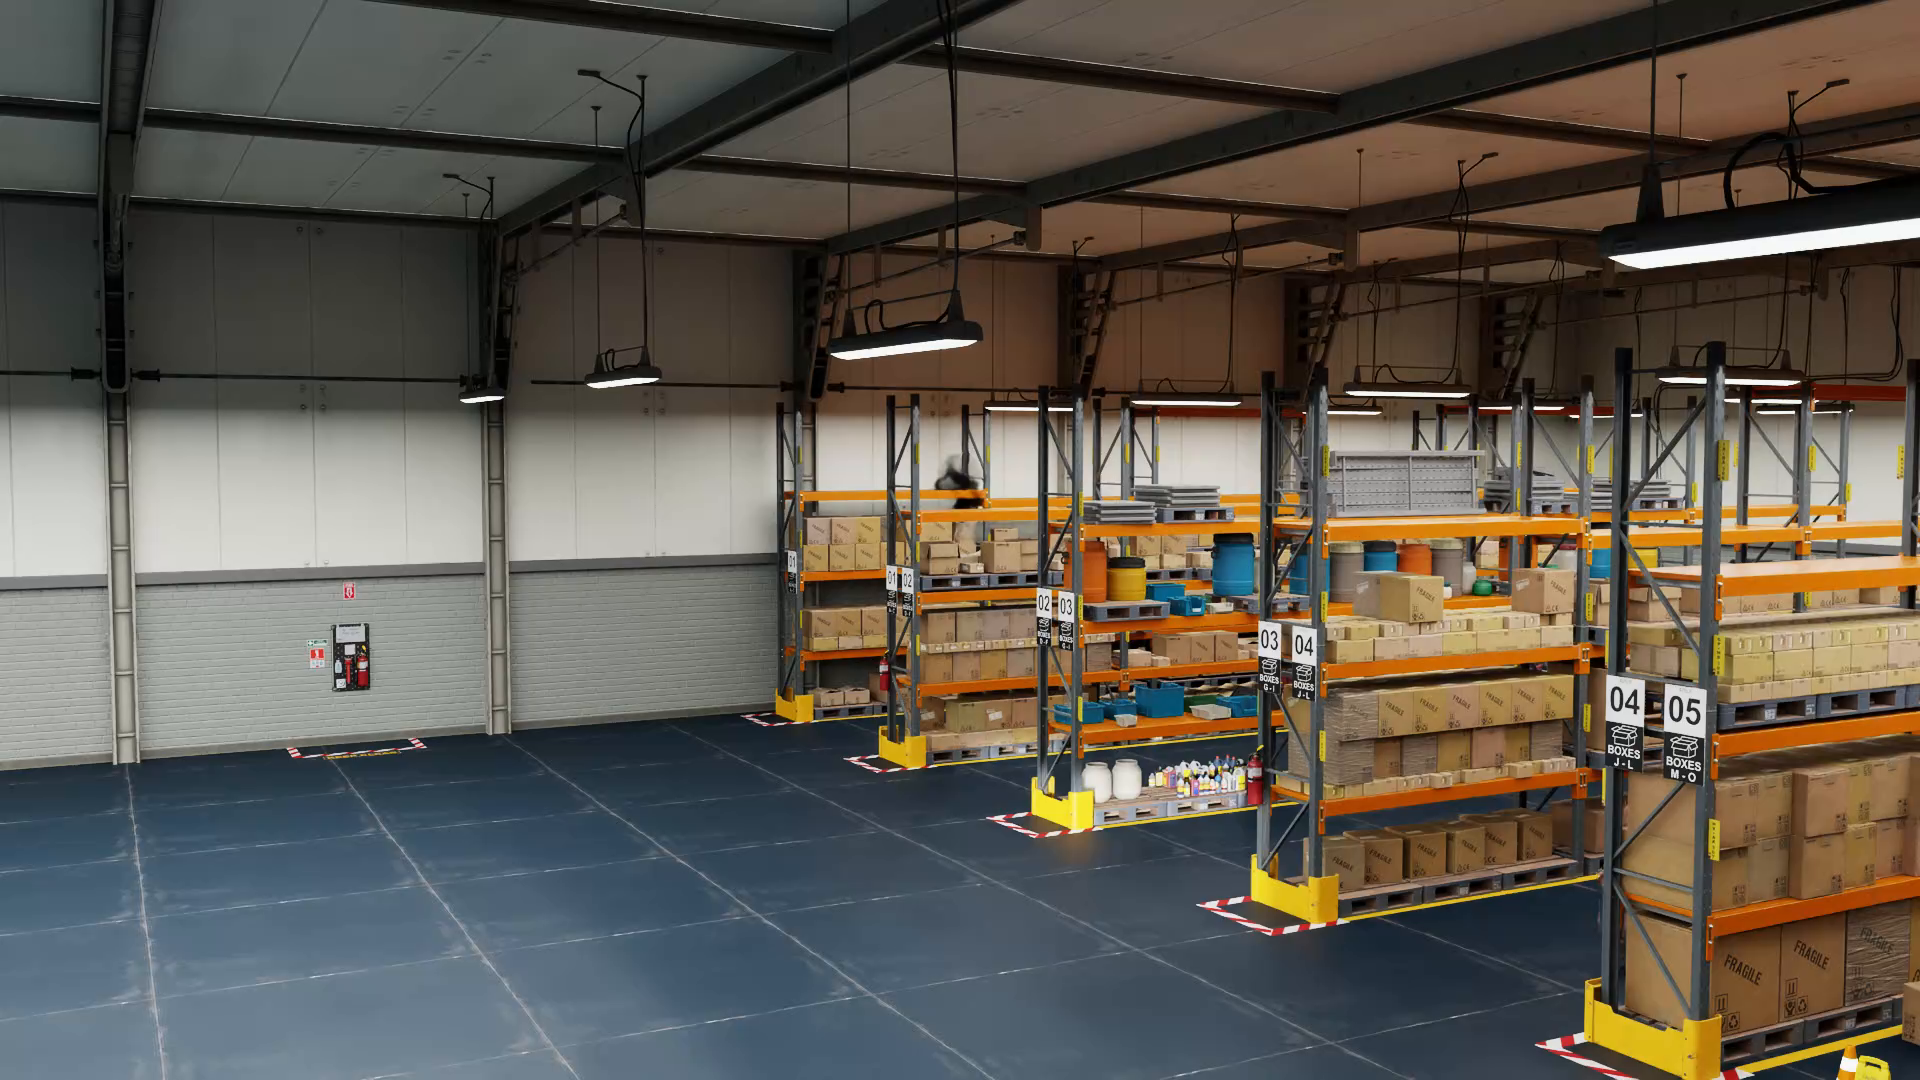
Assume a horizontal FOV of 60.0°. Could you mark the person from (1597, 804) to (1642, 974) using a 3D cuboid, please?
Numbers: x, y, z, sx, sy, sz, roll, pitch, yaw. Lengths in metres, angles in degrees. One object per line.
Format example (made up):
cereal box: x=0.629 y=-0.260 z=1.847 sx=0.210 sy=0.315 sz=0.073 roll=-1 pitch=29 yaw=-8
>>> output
person: x=6.491 y=3.404 z=16.241 sx=0.570 sy=1.681 sz=0.658 roll=-2 pitch=4 yaw=-34

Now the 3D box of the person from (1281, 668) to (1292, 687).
person: x=6.630 y=2.433 z=33.111 sx=0.687 sy=1.850 sz=0.695 roll=-1 pitch=4 yaw=-23
